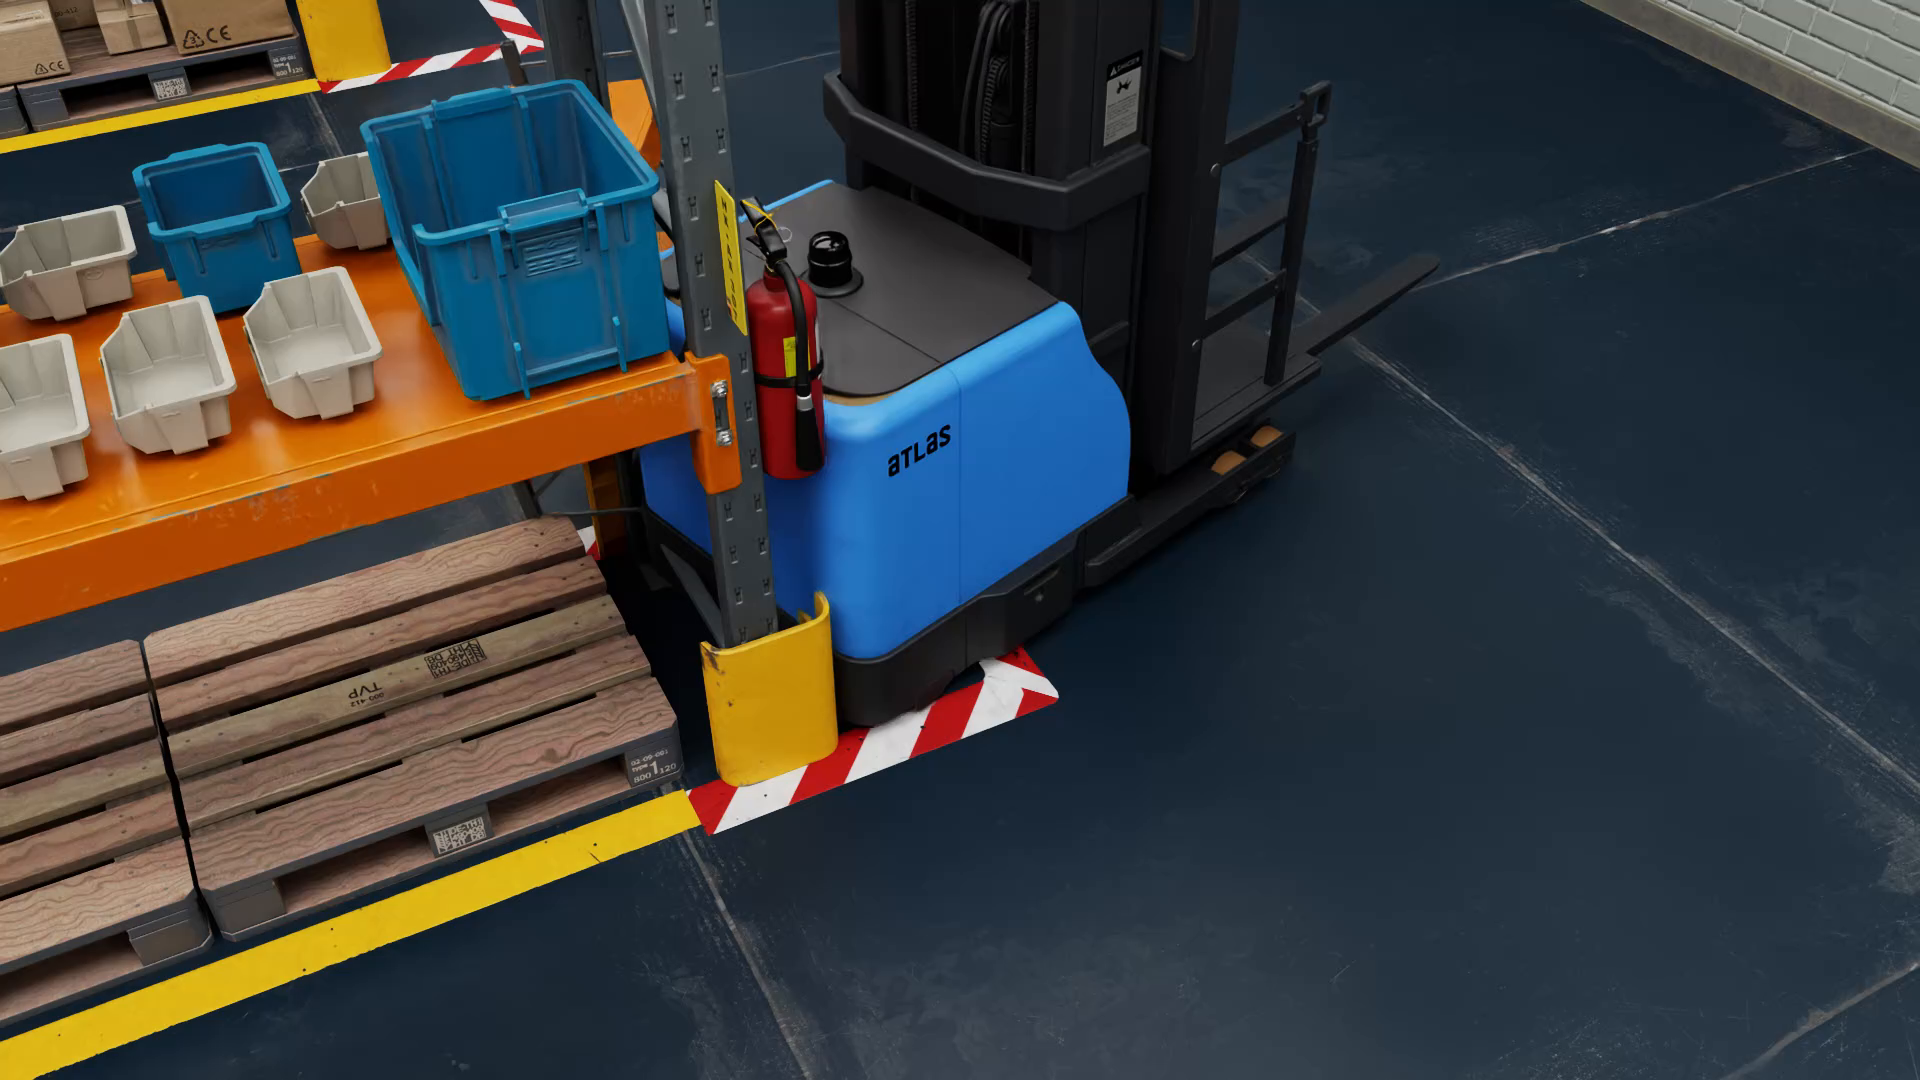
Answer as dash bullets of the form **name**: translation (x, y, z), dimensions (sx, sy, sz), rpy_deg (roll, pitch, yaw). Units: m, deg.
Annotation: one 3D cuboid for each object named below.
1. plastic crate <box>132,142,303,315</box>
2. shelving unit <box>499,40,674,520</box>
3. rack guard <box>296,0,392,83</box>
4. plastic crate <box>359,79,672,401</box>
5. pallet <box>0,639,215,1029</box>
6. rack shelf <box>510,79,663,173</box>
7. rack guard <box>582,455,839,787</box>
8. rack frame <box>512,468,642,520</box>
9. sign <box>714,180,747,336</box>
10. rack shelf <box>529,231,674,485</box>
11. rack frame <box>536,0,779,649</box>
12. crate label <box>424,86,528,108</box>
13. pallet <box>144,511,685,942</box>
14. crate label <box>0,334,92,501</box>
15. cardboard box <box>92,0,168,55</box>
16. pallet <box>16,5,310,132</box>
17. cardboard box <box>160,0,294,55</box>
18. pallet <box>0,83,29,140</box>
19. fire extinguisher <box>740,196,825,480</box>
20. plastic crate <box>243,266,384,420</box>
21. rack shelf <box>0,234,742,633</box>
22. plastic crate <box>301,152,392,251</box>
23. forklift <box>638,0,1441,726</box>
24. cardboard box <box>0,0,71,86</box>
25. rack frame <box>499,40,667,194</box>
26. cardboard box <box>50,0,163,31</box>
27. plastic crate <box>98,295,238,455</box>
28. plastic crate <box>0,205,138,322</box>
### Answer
- **plastic crate**: translation (-1.705, -0.715, 3.857), dimensions (0.300, 0.233, 0.416), rpy_deg (-19, 44, -21)
- **shelving unit**: translation (-1.104, -0.783, 5.056), dimensions (0.538, 1.125, 1.048), rpy_deg (-4, 42, 7)
- **rack guard**: translation (-3.102, -2.701, 8.054), dimensions (0.348, 0.500, 1.175), rpy_deg (-19, 44, -21)
- **plastic crate**: translation (-0.961, -0.667, 3.643), dimensions (0.499, 0.435, 0.616), rpy_deg (-19, 44, -21)
- **pallet**: translation (-2.580, 0.812, 4.128), dimensions (1.213, 0.211, 1.003), rpy_deg (-19, 44, -21)
- **rack shelf**: translation (-1.146, -0.999, 4.863), dimensions (0.538, 0.278, 1.000), rpy_deg (-4, 42, 7)
- **rack guard**: translation (-0.735, 0.102, 4.743), dimensions (0.348, 0.500, 1.175), rpy_deg (-19, 44, -21)
- **rack frame**: translation (-1.127, -0.442, 4.679), dimensions (0.500, 1.125, 0.032), rpy_deg (-4, 42, 7)
- **sign**: translation (-0.481, -0.590, 3.499), dimensions (0.005, 0.325, 0.100), rpy_deg (-19, 44, -21)
- **rack shelf**: translation (-1.069, -0.603, 5.217), dimensions (0.538, 0.278, 1.000), rpy_deg (-4, 42, 7)
- **rack frame**: translation (-0.750, -0.838, 3.918), dimensions (0.127, 3.000, 1.000), rpy_deg (-19, 44, -21)
- **crate label**: translation (-1.121, -0.912, 4.089), dimensions (0.303, 0.233, 0.416), rpy_deg (-19, 44, -21)
- **pallet**: translation (-1.499, 0.450, 4.555), dimensions (1.213, 0.211, 1.003), rpy_deg (-19, 44, -21)
- **crate label**: translation (-1.889, -0.238, 3.367), dimensions (0.243, 0.136, 0.396), rpy_deg (-19, 44, -21)
- **cardboard box**: translation (-3.804, -2.391, 7.606), dimensions (0.250, 0.166, 0.380), rpy_deg (-19, 44, -21)
- **pallet**: translation (-3.809, -2.352, 7.865), dimensions (1.213, 0.211, 1.003), rpy_deg (-19, 44, -21)
- **cardboard box**: translation (-3.403, -2.588, 7.580), dimensions (0.500, 0.500, 0.500), rpy_deg (-19, 44, -21)
- **pallet**: translation (-4.889, -1.990, 7.438), dimensions (1.213, 0.211, 1.003), rpy_deg (-19, 44, -21)
- **fire extinguisher**: translation (-0.406, -0.451, 3.809), dimensions (0.183, 0.674, 0.296), rpy_deg (-19, 44, -21)
- **plastic crate**: translation (-1.390, -0.413, 3.574), dimensions (0.243, 0.136, 0.396), rpy_deg (-19, 44, -21)
- **rack shelf**: translation (-2.524, 0.034, 3.445), dimensions (4.000, 0.370, 1.077), rpy_deg (-19, 44, -21)
- **plastic crate**: translation (-1.444, -0.827, 4.063), dimensions (0.298, 0.136, 0.250), rpy_deg (-19, 44, -21)
- **forklift**: translation (0.461, -1.454, 4.699), dimensions (3.031, 2.935, 1.130), rpy_deg (-32, 50, -32)
- **cardboard box**: translation (-4.260, -2.226, 7.346), dimensions (0.500, 0.250, 0.500), rpy_deg (-19, 44, -21)
- **rack frame**: translation (-1.082, -1.124, 5.432), dimensions (0.500, 1.125, 0.032), rpy_deg (-4, 42, 7)
- **cardboard box**: translation (-4.091, -2.647, 7.843), dimensions (0.500, 0.250, 0.500), rpy_deg (-19, 44, -21)
- **plastic crate**: translation (-1.653, -0.335, 3.482), dimensions (0.243, 0.136, 0.396), rpy_deg (-19, 44, -21)
- **plastic crate**: translation (-2.045, -0.624, 3.824), dimensions (0.298, 0.136, 0.250), rpy_deg (-19, 44, -21)
